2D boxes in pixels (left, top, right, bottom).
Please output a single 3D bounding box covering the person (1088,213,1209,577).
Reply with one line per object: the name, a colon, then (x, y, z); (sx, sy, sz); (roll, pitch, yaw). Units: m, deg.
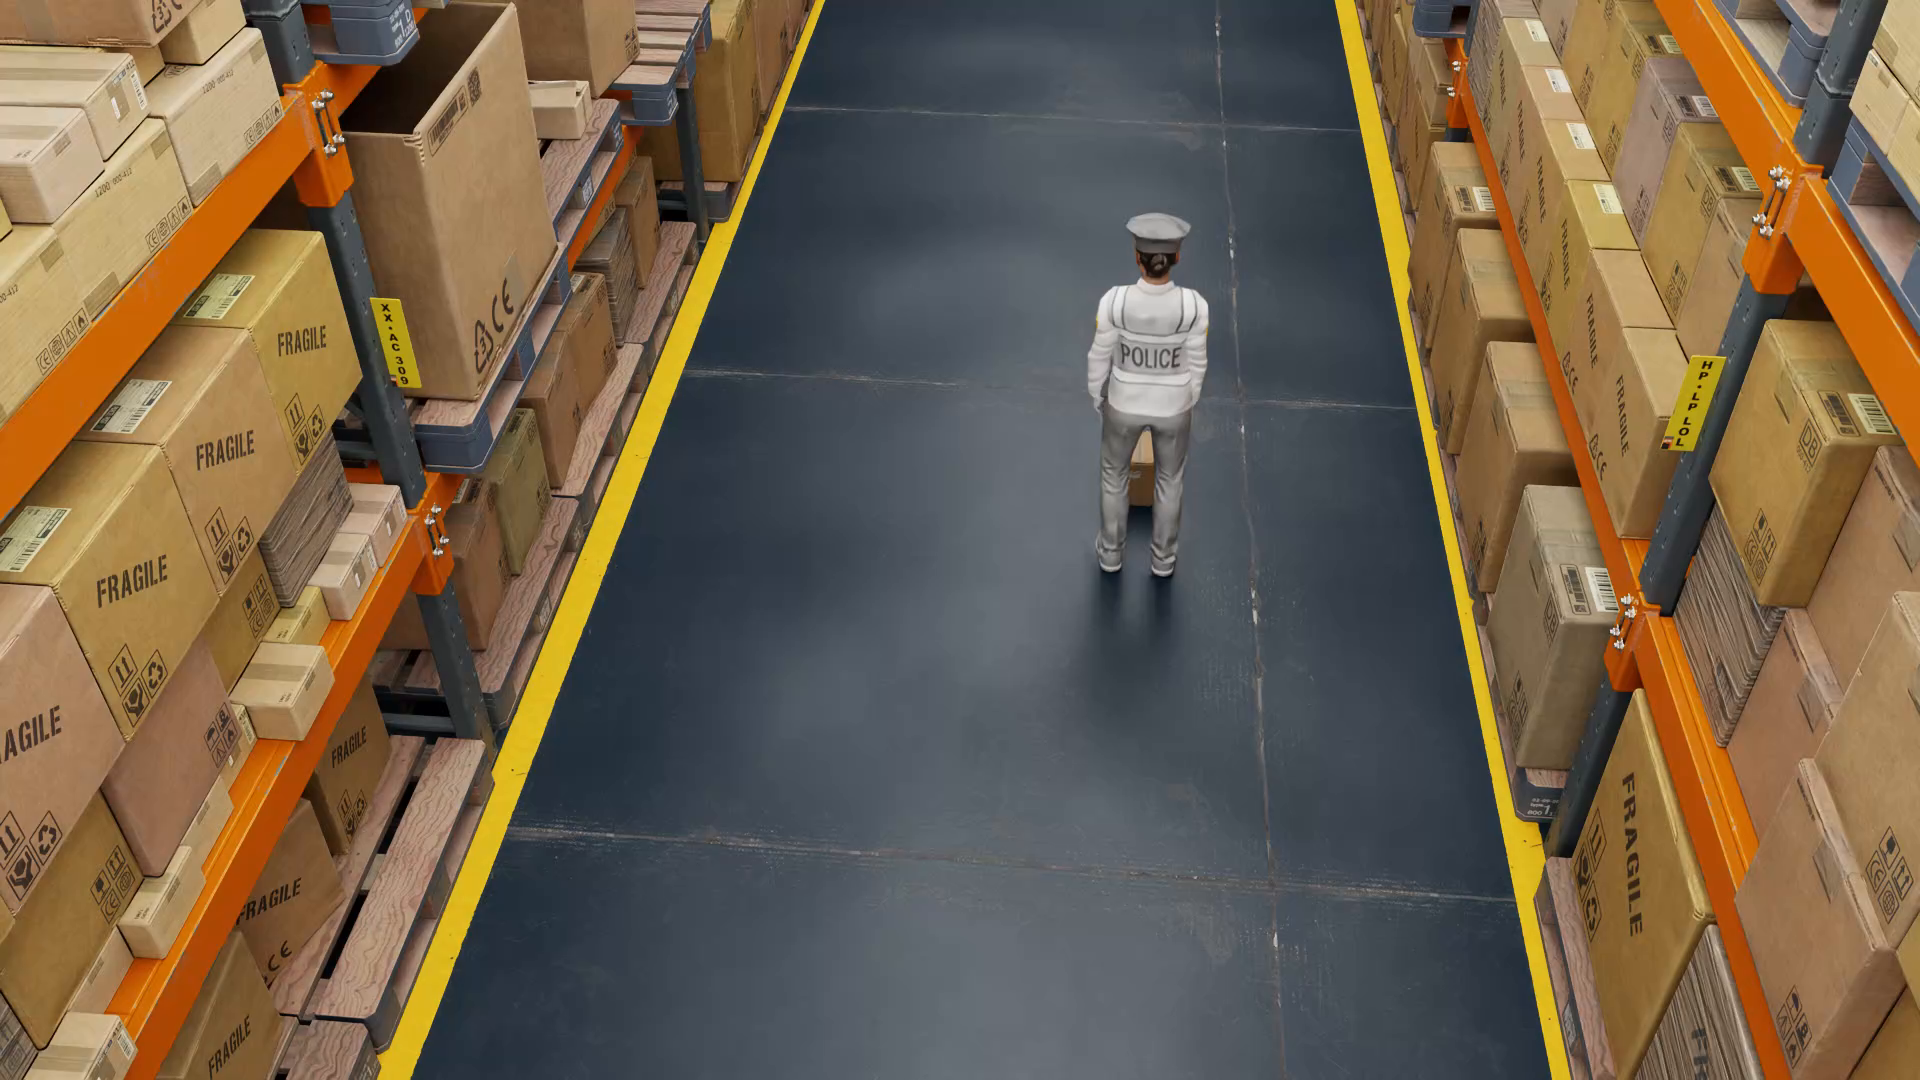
person: (0.752, -0.556, 6.823); (0.476, 1.659, 0.338); (4, 40, 5)
